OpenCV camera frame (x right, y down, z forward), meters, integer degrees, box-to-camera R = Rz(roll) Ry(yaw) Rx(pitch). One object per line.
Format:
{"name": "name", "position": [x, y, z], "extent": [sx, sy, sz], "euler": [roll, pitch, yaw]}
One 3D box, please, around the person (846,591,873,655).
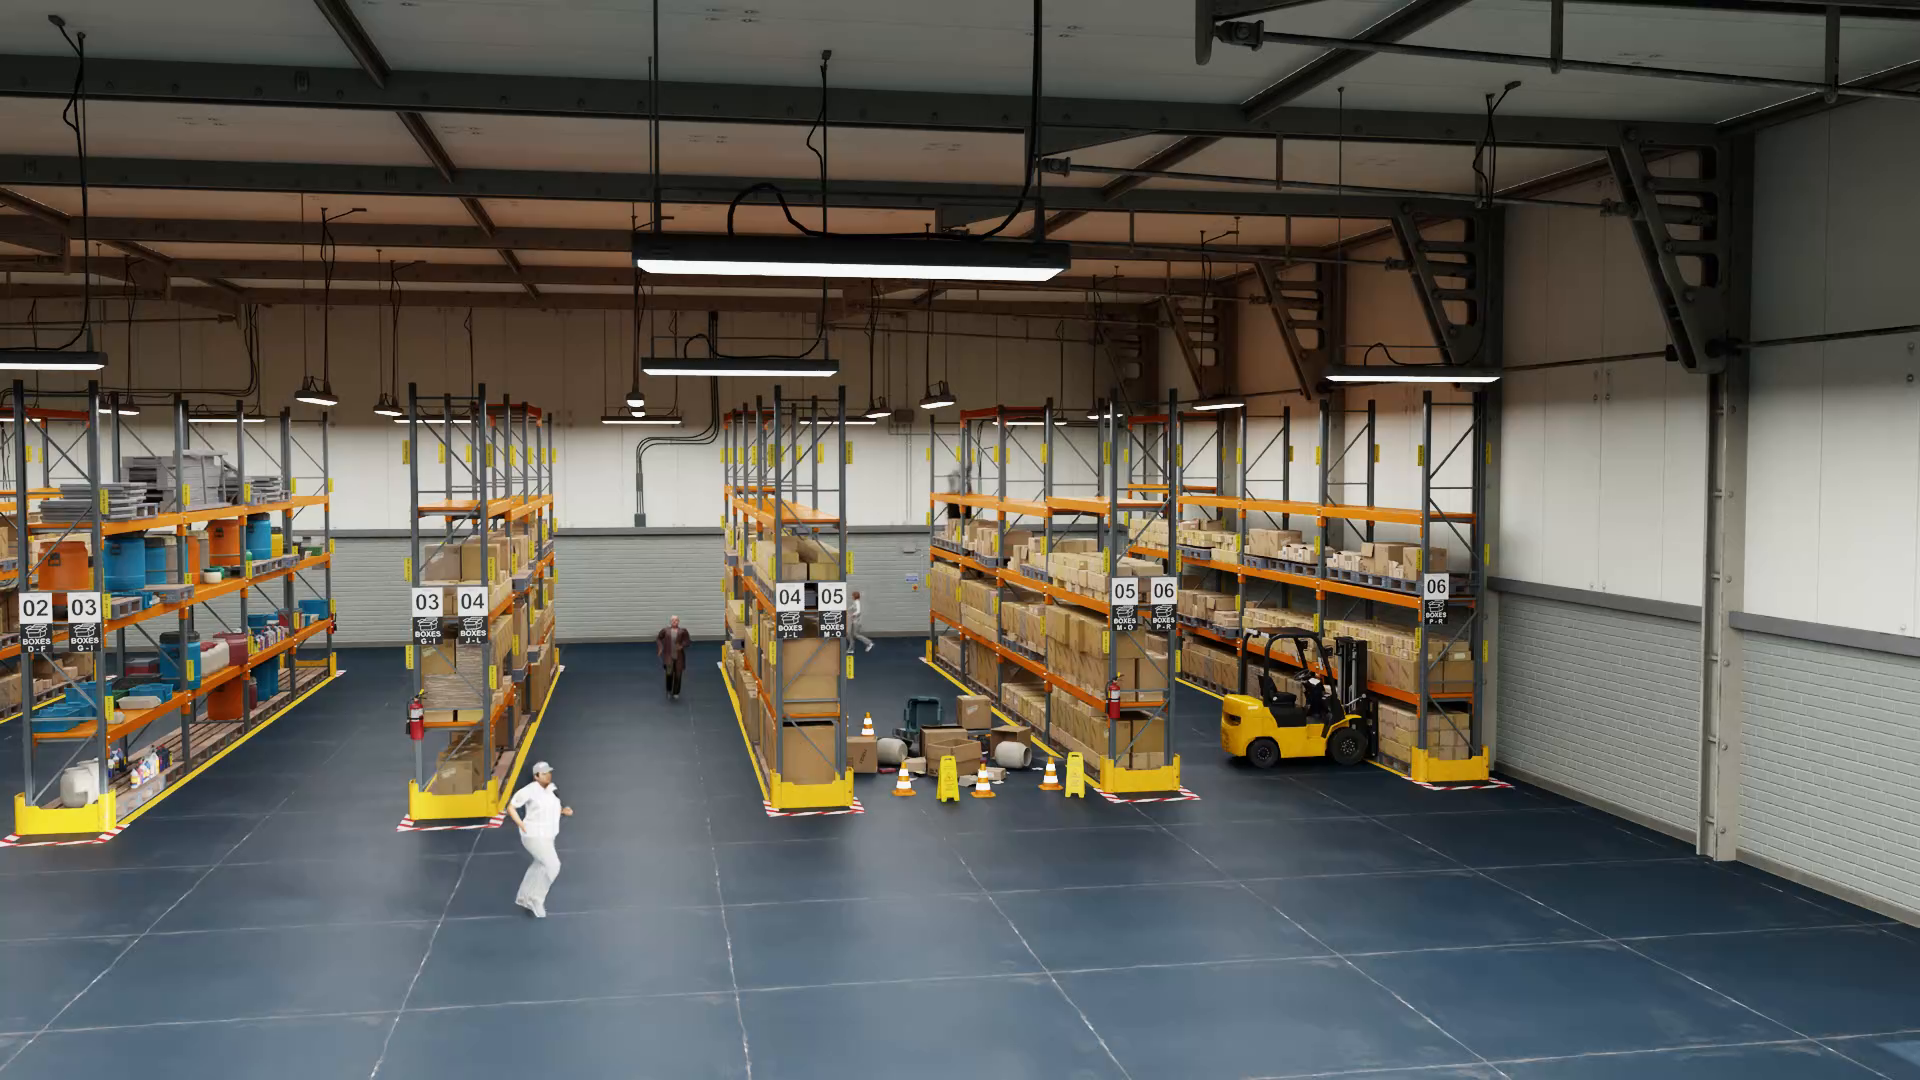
{"name": "person", "position": [-2.542, 2.054, 41.361], "extent": [0.750, 1.587, 0.558], "euler": [-1, 3, -11]}

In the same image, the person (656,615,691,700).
{"name": "person", "position": [-5.828, 2.402, 33.875], "extent": [0.695, 1.746, 0.705], "euler": [-1, 3, -11]}

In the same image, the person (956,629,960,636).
{"name": "person", "position": [0.164, 1.920, 41.813], "extent": [0.797, 1.771, 0.811], "euler": [1, 3, 22]}

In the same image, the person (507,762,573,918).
{"name": "person", "position": [-4.571, 3.269, 18.200], "extent": [0.697, 1.704, 0.574], "euler": [1, 3, 20]}
